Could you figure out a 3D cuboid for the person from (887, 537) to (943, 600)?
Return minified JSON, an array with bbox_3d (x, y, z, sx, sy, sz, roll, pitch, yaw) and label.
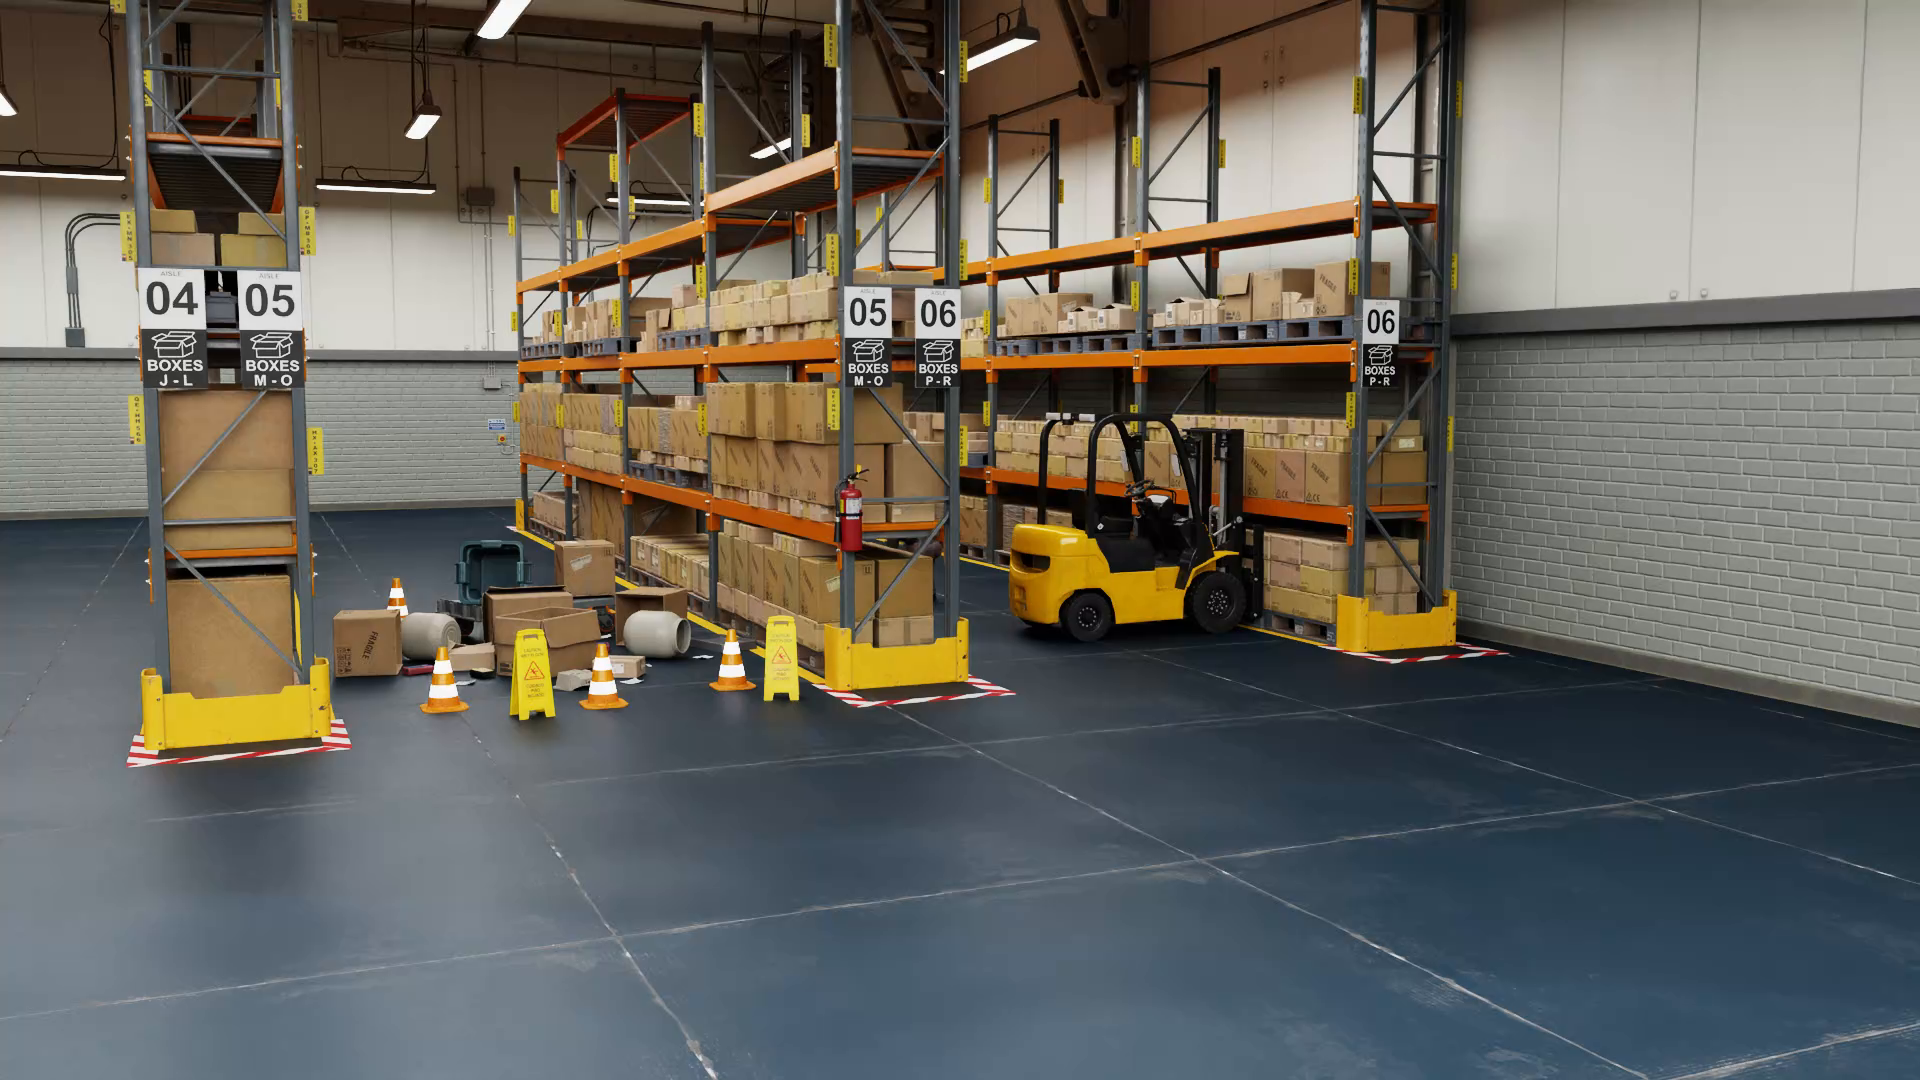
[{"bbox_3d":[-0.549,0.186,18.951,0.520,0.969,0.938,-3,6,-26],"label":"person"}]
